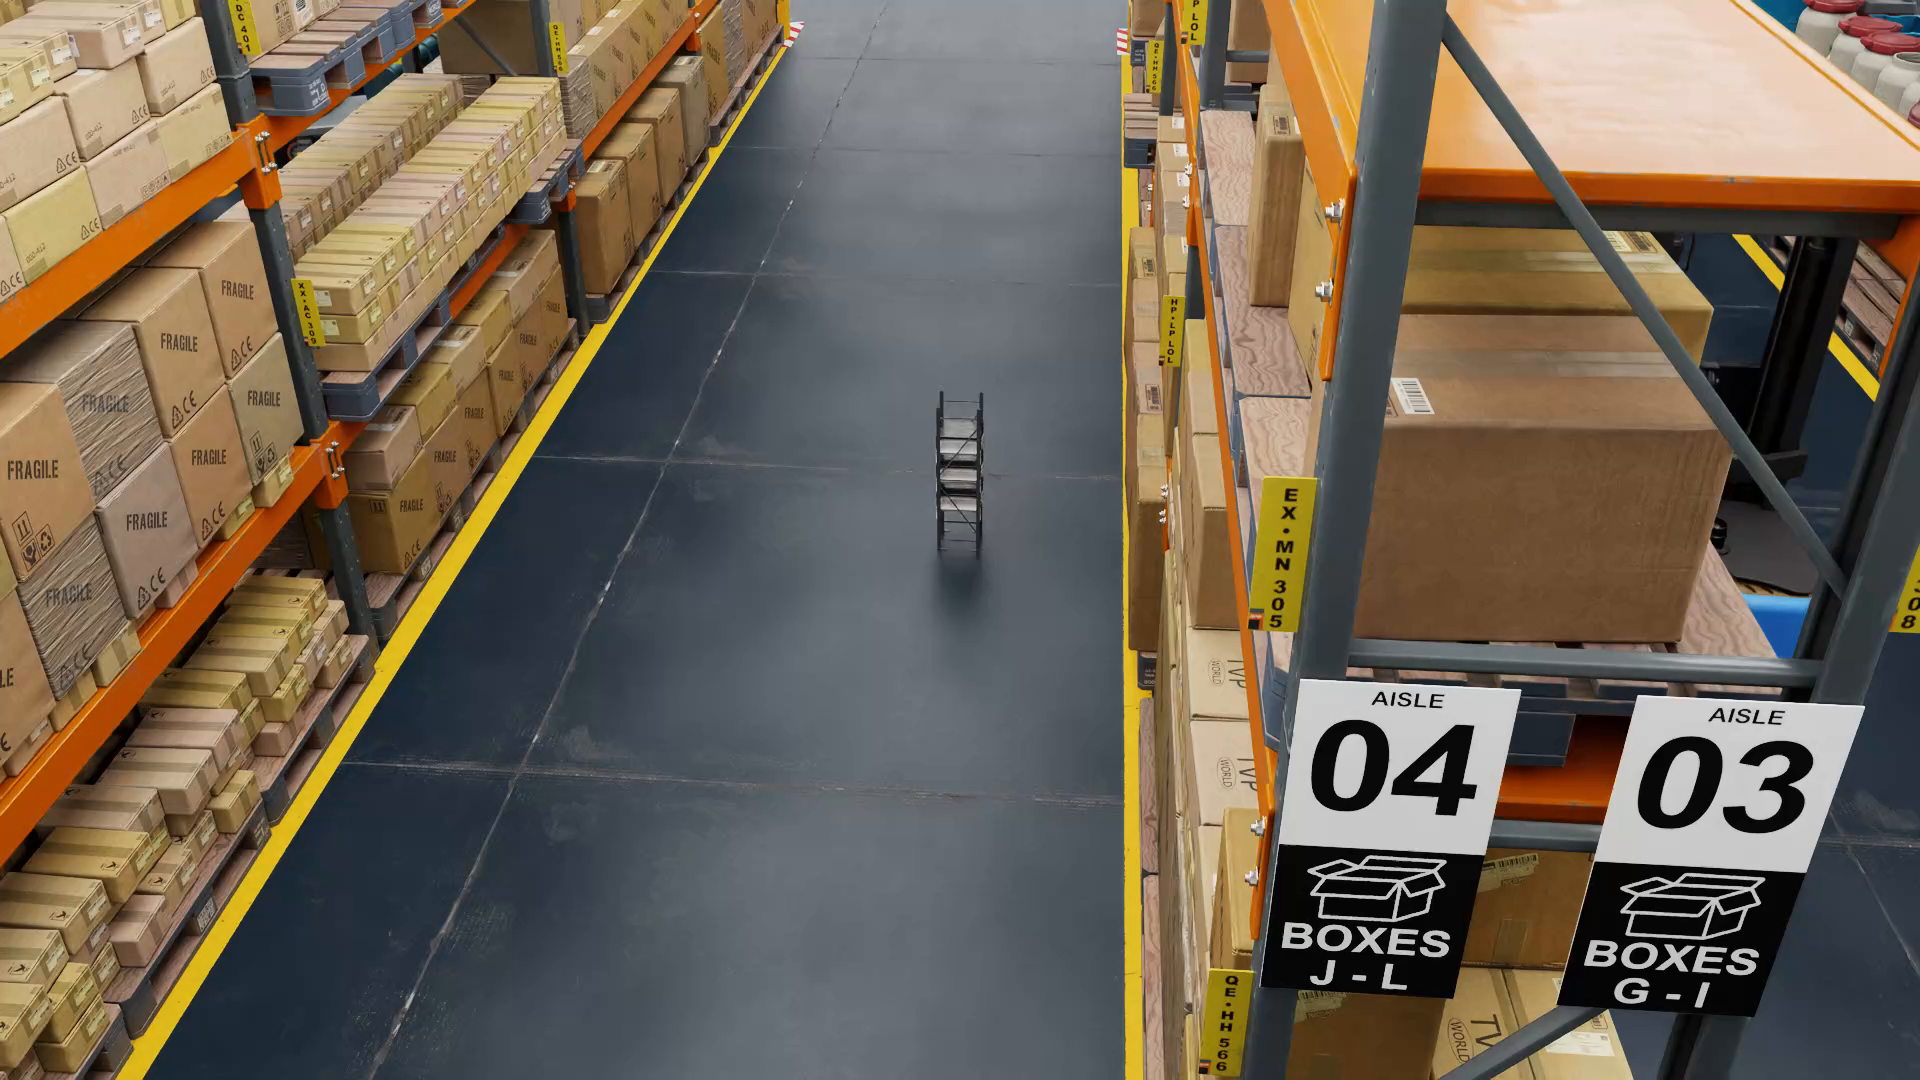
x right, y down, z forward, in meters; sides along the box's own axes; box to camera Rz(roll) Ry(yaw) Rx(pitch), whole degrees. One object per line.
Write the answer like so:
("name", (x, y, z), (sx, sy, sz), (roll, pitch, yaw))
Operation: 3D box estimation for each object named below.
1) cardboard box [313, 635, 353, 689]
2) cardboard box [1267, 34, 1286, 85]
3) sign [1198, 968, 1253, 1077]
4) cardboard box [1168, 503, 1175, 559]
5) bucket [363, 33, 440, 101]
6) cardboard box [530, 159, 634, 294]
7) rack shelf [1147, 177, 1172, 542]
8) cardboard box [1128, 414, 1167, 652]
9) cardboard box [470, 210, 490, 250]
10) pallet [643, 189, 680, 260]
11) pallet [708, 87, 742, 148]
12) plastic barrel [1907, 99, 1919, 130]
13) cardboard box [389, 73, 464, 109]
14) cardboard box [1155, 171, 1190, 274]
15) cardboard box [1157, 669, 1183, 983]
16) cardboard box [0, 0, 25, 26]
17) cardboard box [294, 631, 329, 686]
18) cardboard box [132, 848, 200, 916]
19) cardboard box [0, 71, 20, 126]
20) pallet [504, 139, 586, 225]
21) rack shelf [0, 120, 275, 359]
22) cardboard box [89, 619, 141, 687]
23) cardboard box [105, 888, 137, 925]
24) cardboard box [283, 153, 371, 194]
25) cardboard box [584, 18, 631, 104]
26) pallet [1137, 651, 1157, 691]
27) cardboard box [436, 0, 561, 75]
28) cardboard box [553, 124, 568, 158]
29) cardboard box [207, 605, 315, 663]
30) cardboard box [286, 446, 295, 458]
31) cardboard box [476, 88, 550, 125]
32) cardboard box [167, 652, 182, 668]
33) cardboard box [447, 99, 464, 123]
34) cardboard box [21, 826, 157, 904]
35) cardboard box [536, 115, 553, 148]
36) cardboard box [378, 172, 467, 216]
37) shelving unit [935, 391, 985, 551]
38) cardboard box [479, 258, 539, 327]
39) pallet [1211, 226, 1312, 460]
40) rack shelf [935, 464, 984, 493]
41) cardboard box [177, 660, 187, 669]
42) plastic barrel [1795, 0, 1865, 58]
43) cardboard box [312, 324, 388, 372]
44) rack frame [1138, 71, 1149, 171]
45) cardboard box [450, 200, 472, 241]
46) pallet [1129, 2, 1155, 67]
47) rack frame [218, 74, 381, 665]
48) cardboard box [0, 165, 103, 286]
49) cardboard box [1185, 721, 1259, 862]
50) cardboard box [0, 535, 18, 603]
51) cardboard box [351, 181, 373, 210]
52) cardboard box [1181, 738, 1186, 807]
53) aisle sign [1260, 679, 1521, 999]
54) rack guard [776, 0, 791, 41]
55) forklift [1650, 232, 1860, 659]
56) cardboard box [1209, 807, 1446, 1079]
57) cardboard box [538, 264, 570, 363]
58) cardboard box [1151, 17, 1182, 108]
("cardboard box", (-3.180, 0.578, 8.050), (0.380, 0.149, 0.250), (3, 32, 5))
("cardboard box", (1.443, -1.541, 5.721), (0.700, 0.500, 0.500), (1, 32, 1))
("sign", (0.582, 1.056, 3.628), (0.100, 0.325, 0.005), (2, 32, 4))
("cardboard box", (1.070, -0.027, 6.954), (0.380, 0.149, 0.250), (1, 32, 2))
("bucket", (-5.123, -4.283, 15.292), (0.726, 0.611, 0.620), (14, 44, 21))
("cardboard box", (-3.023, -2.303, 12.153), (1.050, 0.750, 0.750), (2, 32, 3))
("rack shelf", (1.610, -1.151, 9.225), (1.077, 0.370, 4.000), (2, 32, 4))
("cardboard box", (1.479, -0.021, 8.331), (1.225, 0.875, 0.875), (3, 32, 4))
("cardboard box", (-2.873, -1.749, 9.348), (0.380, 0.149, 0.250), (1, 32, 2))
("pallet", (-2.921, -2.626, 13.590), (1.003, 0.211, 1.213), (2, 32, 4))
("pallet", (-2.697, -4.067, 15.928), (1.003, 0.211, 1.213), (2, 32, 4))
("plastic barrel", (6.445, -2.605, 10.769), (0.600, 0.536, 0.708), (2, 32, 4))
("cardboard box", (-3.393, -2.857, 10.580), (0.380, 0.149, 0.250), (3, 32, 4))
("cardboard box", (1.384, -1.765, 9.440), (0.500, 0.500, 0.500), (2, 32, 3))
("cardboard box", (1.241, 1.127, 6.468), (0.875, 0.875, 0.875), (2, 32, 4))
("cardboard box", (-3.808, -1.989, 6.326), (0.380, 0.149, 0.250), (1, 32, 2))
("cardboard box", (-3.206, 0.552, 7.808), (0.380, 0.149, 0.250), (1, 32, 2))
("cardboard box", (-3.339, 1.381, 6.748), (0.380, 0.149, 0.250), (2, 32, 4))
("cardboard box", (-3.321, -1.419, 5.401), (0.380, 0.149, 0.250), (2, 32, 4))
("pallet", (-3.114, -2.309, 10.601), (1.213, 0.211, 1.003), (2, 32, 4))
("rack shelf", (-3.651, -0.601, 5.473), (1.077, 0.370, 4.000), (2, 32, 4))
("cardboard box", (-3.334, 0.411, 6.244), (0.380, 0.149, 0.250), (3, 32, 5))
("cardboard box", (-3.468, 1.372, 6.478), (0.380, 0.149, 0.250), (4, 32, 7))
("cardboard box", (-3.523, -2.042, 9.257), (0.380, 0.149, 0.250), (2, 32, 3))
("cardboard box", (-2.777, -3.563, 12.358), (0.500, 0.500, 0.500), (2, 32, 4))
("pallet", (1.435, 0.369, 8.730), (1.003, 0.211, 1.213), (2, 32, 4))
("cardboard box", (-3.116, -3.470, 11.254), (0.700, 0.500, 0.500), (2, 32, 4))
("cardboard box", (-2.744, -2.562, 10.668), (0.380, 0.149, 0.250), (3, 32, 5))
("cardboard box", (-3.239, 0.438, 7.711), (0.380, 0.149, 0.250), (3, 32, 5))
("cardboard box", (-3.278, -0.410, 7.576), (0.380, 0.149, 0.250), (2, 32, 3))
("cardboard box", (-2.768, -2.686, 10.301), (0.380, 0.149, 0.250), (2, 32, 3))
("cardboard box", (-3.776, 0.553, 7.525), (0.380, 0.149, 0.250), (2, 32, 3))
("cardboard box", (-3.402, -2.722, 10.644), (0.380, 0.149, 0.250), (4, 32, 6))
("cardboard box", (-3.345, 1.249, 6.395), (0.380, 0.149, 0.250), (3, 32, 5))
("cardboard box", (-2.769, -2.549, 10.363), (0.380, 0.149, 0.250), (4, 32, 6))
("cardboard box", (-2.893, -1.864, 8.968), (0.380, 0.149, 0.250), (4, 32, 6))
("shelving unit", (-0.001, -0.379, 9.287), (0.258, 0.900, 0.210), (2, 32, 4))
("cardboard box", (-2.987, -1.568, 10.484), (0.500, 0.250, 0.500), (3, 32, 5))
("pallet", (1.268, -0.587, 4.849), (1.003, 0.211, 1.213), (2, 32, 4))
("rack shelf", (-0.001, -0.350, 9.305), (0.258, 0.077, 0.200), (2, 32, 4))
("cardboard box", (-3.752, 0.673, 7.613), (0.380, 0.149, 0.250), (2, 32, 4))
("plastic barrel", (6.739, -3.950, 12.951), (0.433, 0.535, 0.433), (0, 32, 0))
("cardboard box", (-2.997, -0.934, 8.027), (0.380, 0.149, 0.250), (1, 32, 2))
("rack frame", (2.099, -4.595, 14.127), (1.000, 3.000, 0.127), (2, 32, 4))
("cardboard box", (-2.896, -1.747, 9.062), (0.380, 0.149, 0.250), (2, 32, 3))
("pallet", (1.891, -4.120, 13.539), (1.003, 0.211, 1.213), (2, 32, 4))
("rack frame", (-3.488, -0.676, 7.768), (1.000, 3.000, 0.127), (2, 32, 4))
("cardboard box", (-3.352, -1.095, 5.732), (0.500, 0.250, 0.500), (2, 32, 3))
("cardboard box", (0.980, 0.821, 5.198), (0.500, 0.250, 0.500), (1, 32, 2))
("cardboard box", (-3.413, 0.062, 5.239), (0.500, 0.500, 0.500), (2, 32, 3))
("cardboard box", (-3.523, -1.907, 9.322), (0.380, 0.149, 0.250), (4, 32, 6))
("cardboard box", (0.947, 0.788, 5.633), (0.380, 0.149, 0.250), (3, 32, 5))
("aisle sign", (0.817, 0.598, 3.223), (0.394, 0.787, 0.004), (2, 32, 4))
("rack guard", (-2.509, -5.899, 18.627), (1.175, 0.500, 0.348), (2, 32, 4))
("forklift", (3.470, -0.859, 8.131), (1.130, 2.935, 3.031), (4, 32, 6))
("cardboard box", (0.899, 1.032, 4.141), (0.500, 0.500, 0.500), (3, 32, 5))
("cardboard box", (-2.955, -1.527, 11.132), (0.500, 0.500, 0.500), (2, 32, 4))
("cardboard box", (1.723, -3.305, 11.538), (0.700, 0.500, 0.500), (7, 32, 11))
